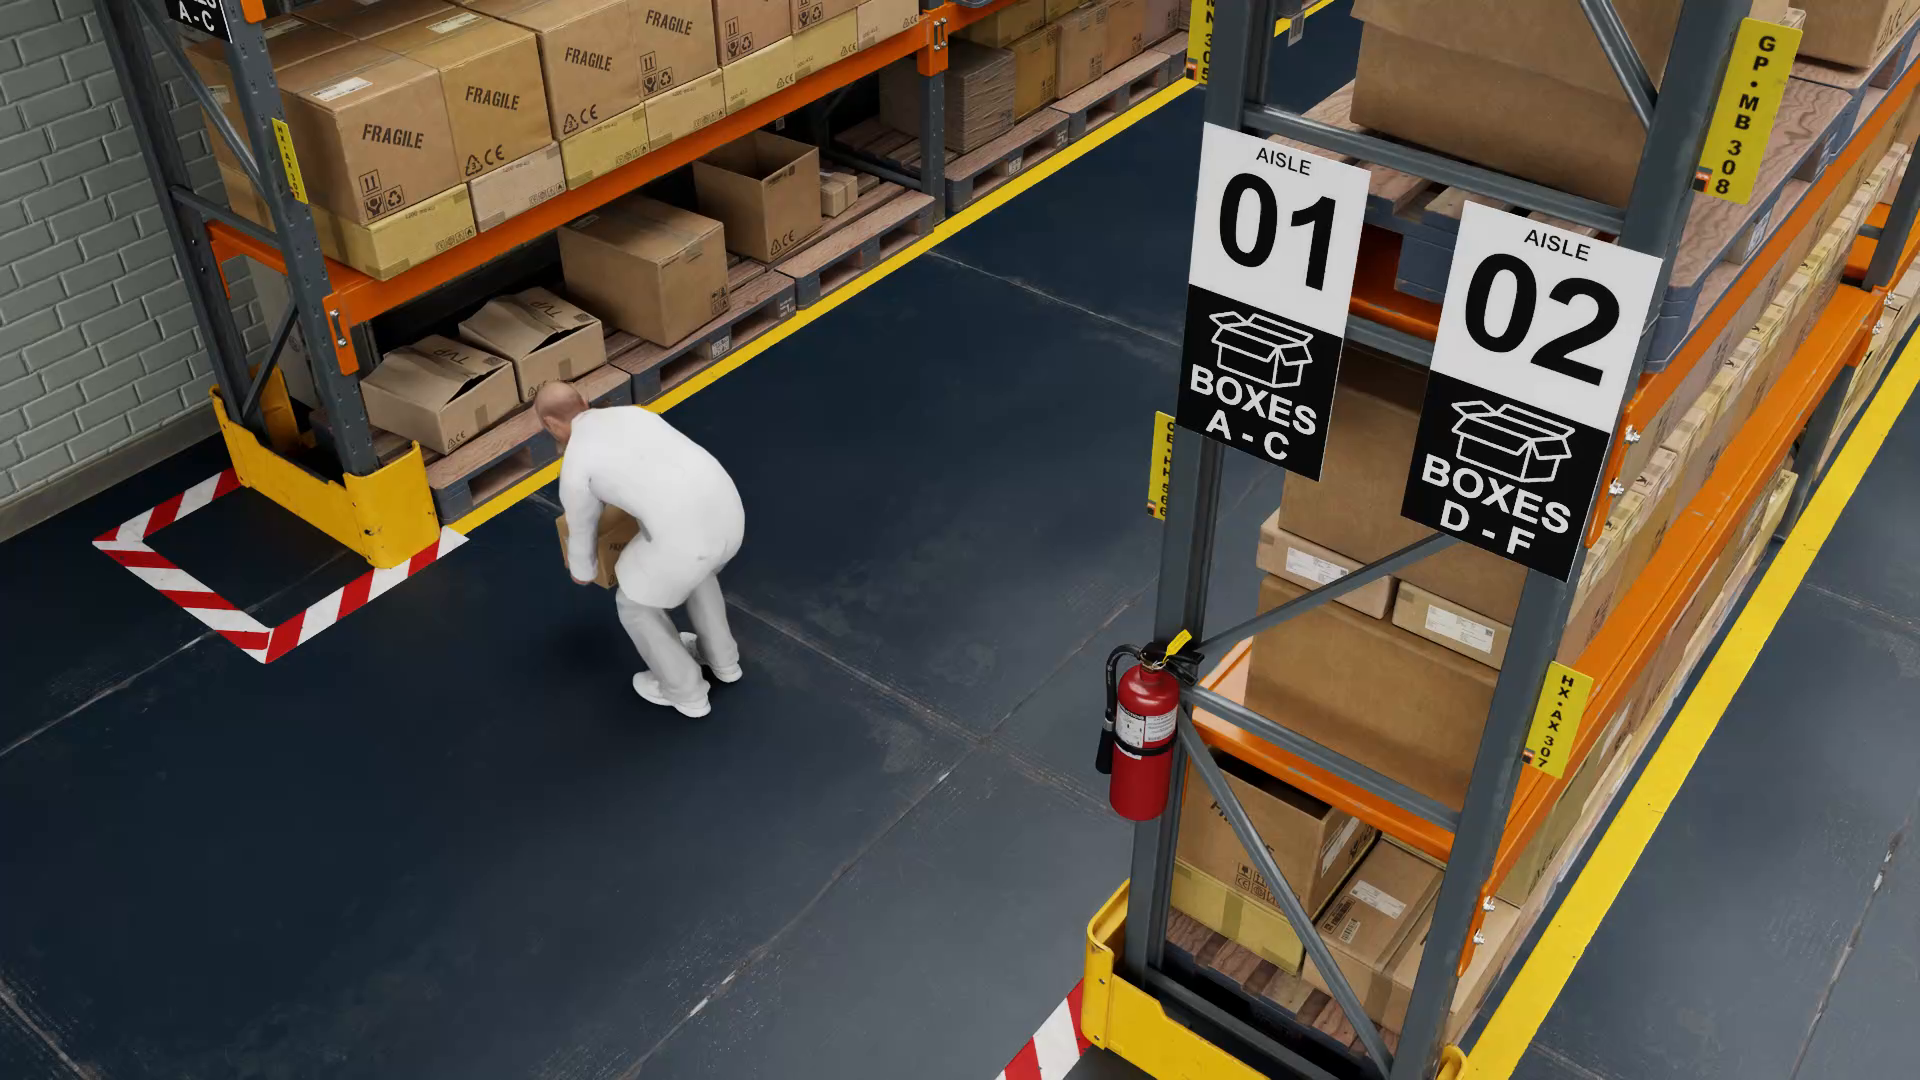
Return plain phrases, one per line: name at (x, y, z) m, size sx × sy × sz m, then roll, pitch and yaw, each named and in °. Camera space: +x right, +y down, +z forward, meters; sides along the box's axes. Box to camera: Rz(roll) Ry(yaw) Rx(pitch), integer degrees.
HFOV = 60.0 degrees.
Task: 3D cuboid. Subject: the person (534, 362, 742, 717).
person at (-1.239, -0.008, 6.525) m, size 0.890 × 1.346 × 0.561 m, roll 24°, pitch 44°, yaw 27°
